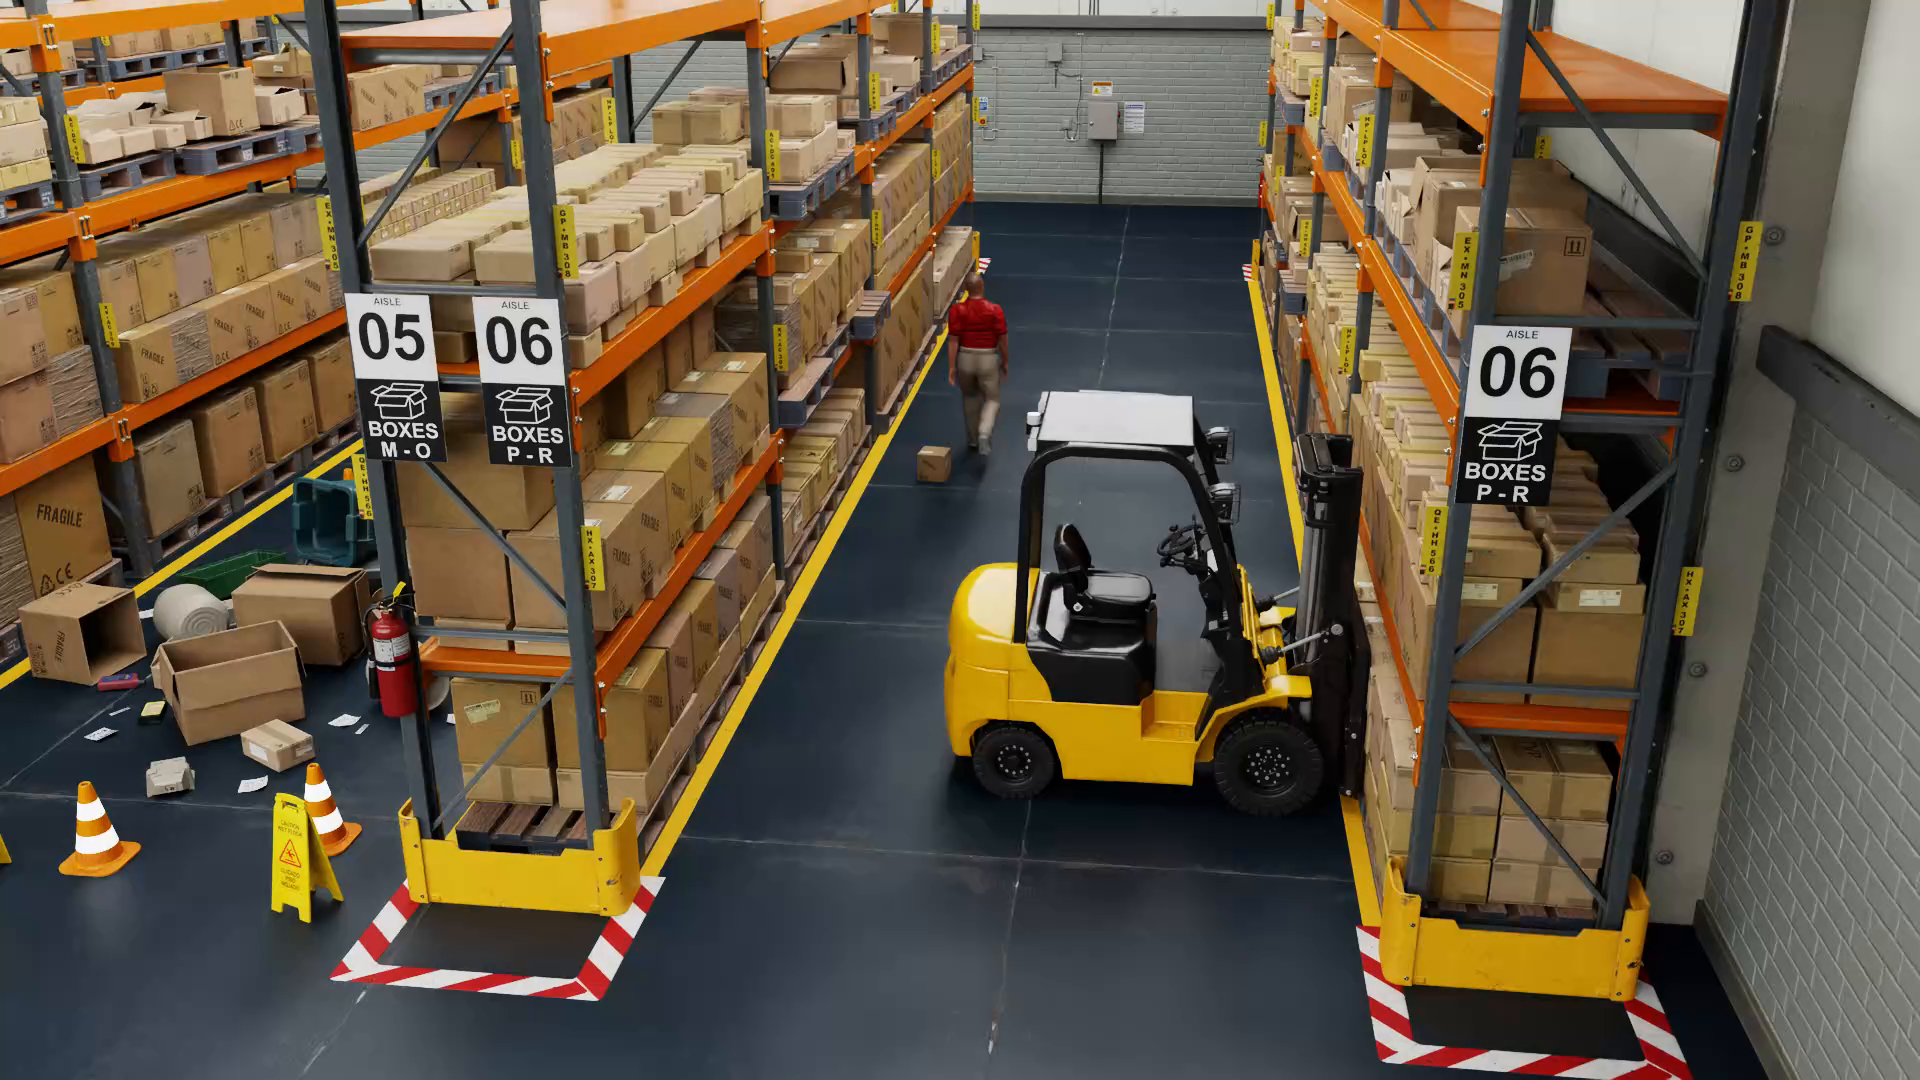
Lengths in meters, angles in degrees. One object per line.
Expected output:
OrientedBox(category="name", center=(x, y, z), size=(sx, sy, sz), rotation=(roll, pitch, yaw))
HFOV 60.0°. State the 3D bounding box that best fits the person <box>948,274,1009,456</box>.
OrientedBox(category="person", center=(0.172, -1.617, 15.304), size=(0.546, 1.685, 0.881), rotation=(4, 21, 10))
